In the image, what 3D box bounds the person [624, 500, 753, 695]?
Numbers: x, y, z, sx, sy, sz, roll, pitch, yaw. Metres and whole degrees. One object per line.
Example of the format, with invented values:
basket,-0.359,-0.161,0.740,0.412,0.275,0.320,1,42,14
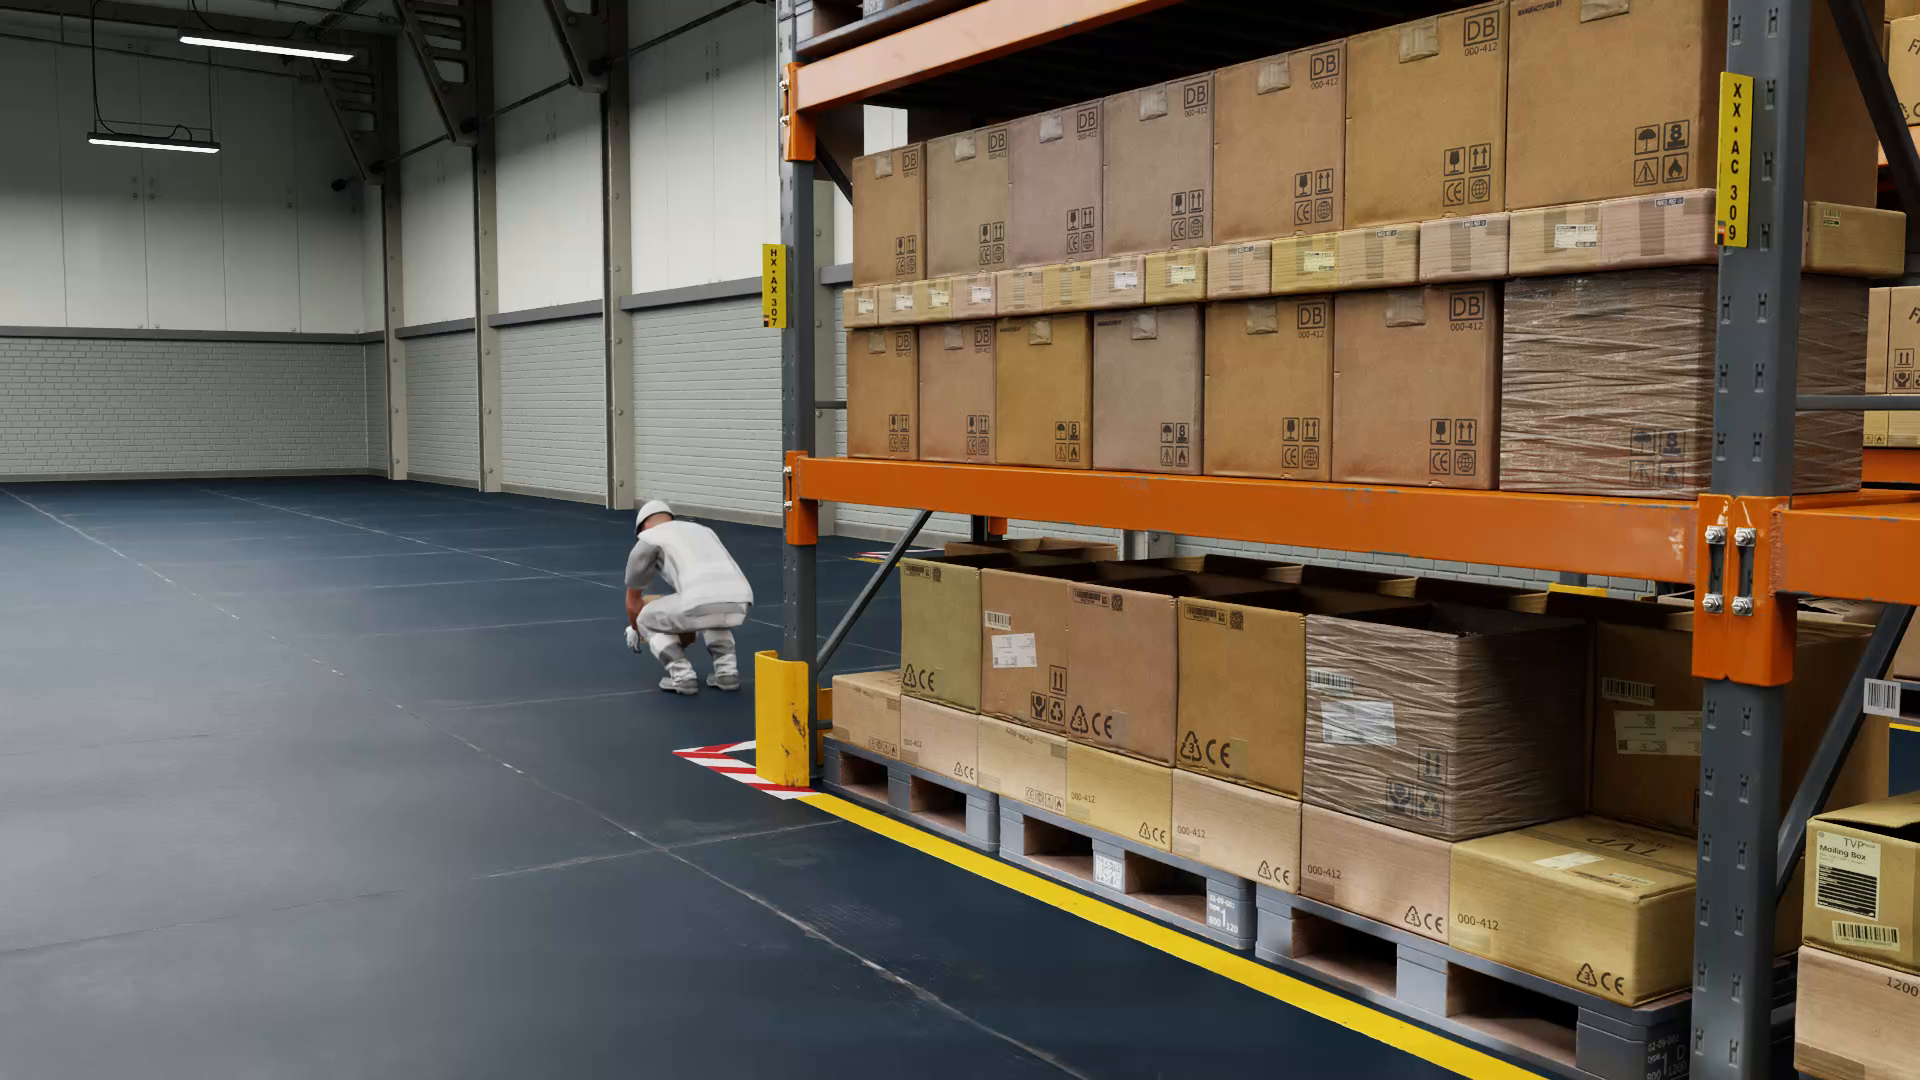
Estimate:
person,-1.472,0.296,8.904,0.573,0.998,0.882,-3,6,-34
